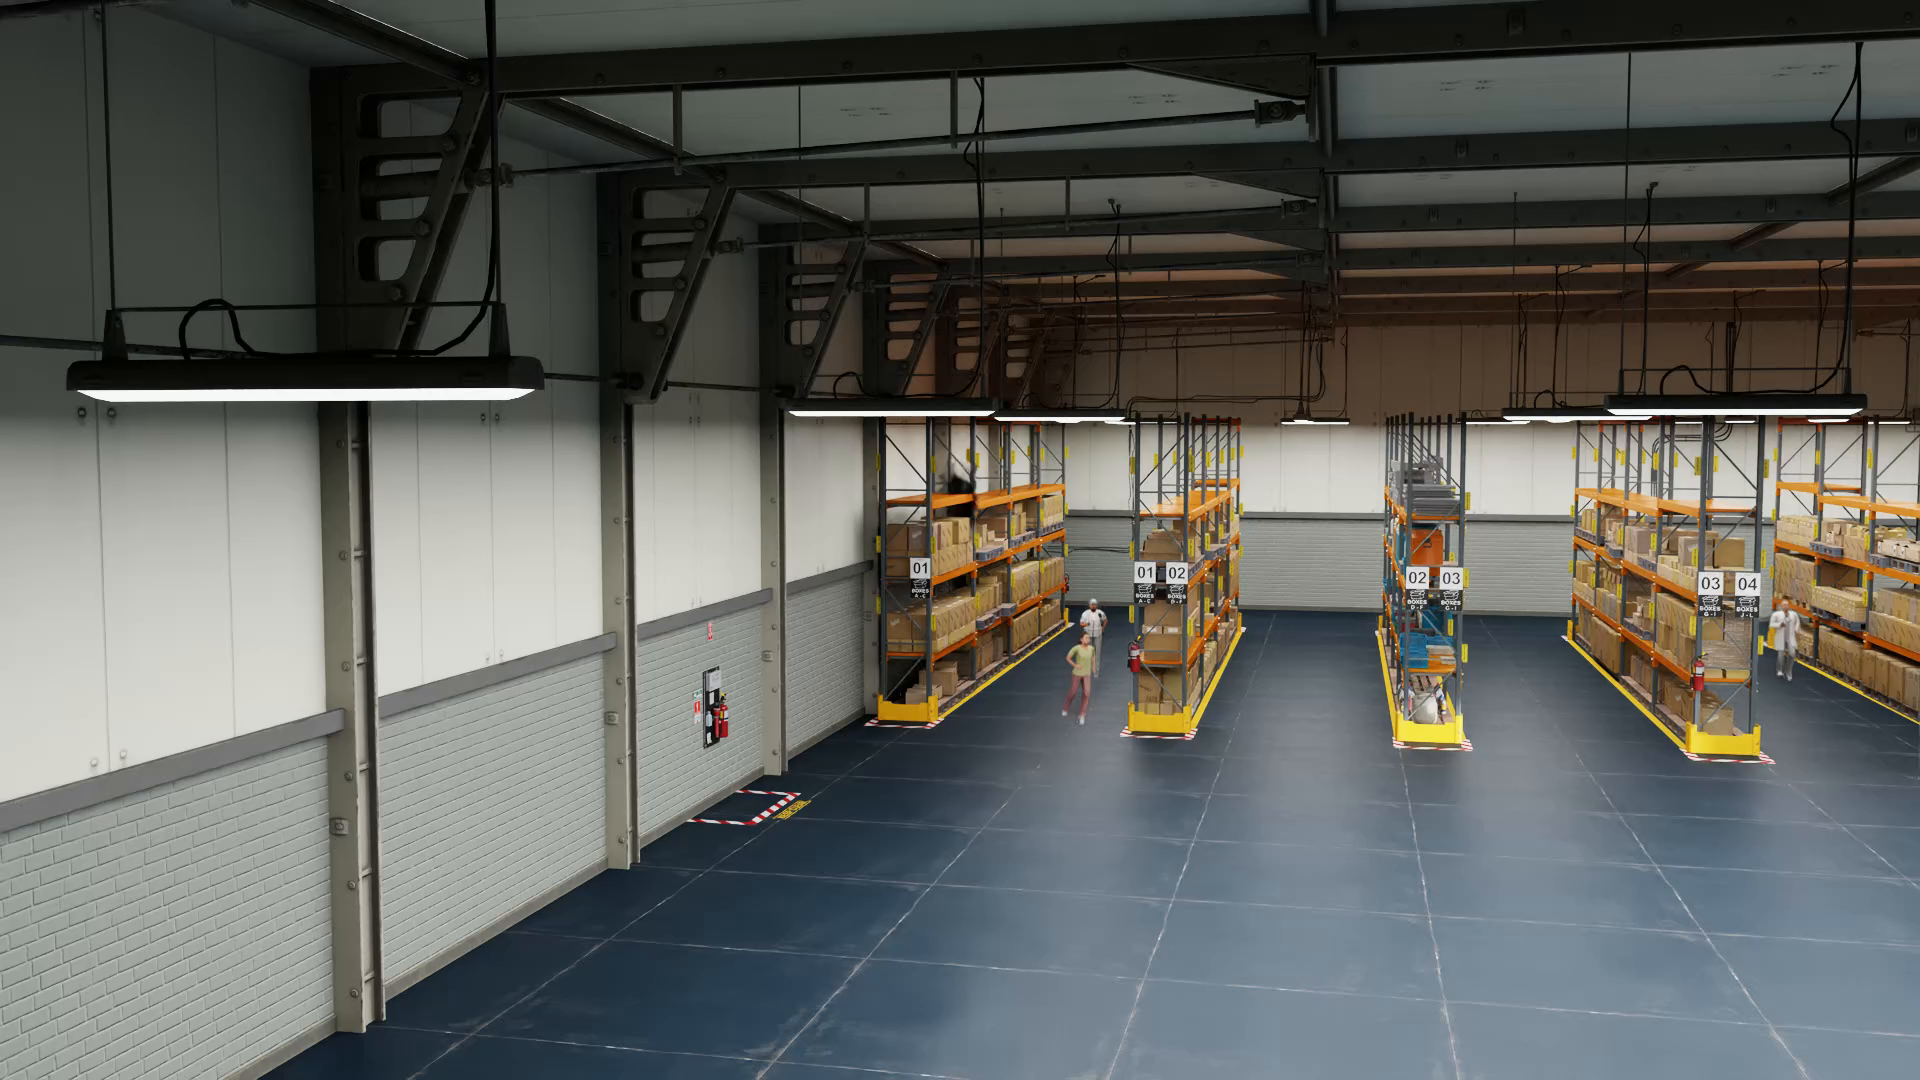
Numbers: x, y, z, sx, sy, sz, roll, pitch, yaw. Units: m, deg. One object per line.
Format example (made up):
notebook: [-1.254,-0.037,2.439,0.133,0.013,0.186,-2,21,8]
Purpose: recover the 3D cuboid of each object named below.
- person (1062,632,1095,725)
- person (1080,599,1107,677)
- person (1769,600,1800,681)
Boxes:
person: [2.291,2.561,31.222,0.644,1.685,0.842,-1,4,-14]
person: [2.933,2.128,36.623,0.602,1.663,0.913,0,4,6]
person: [18.744,2.288,37.774,0.688,1.834,0.785,1,4,14]
